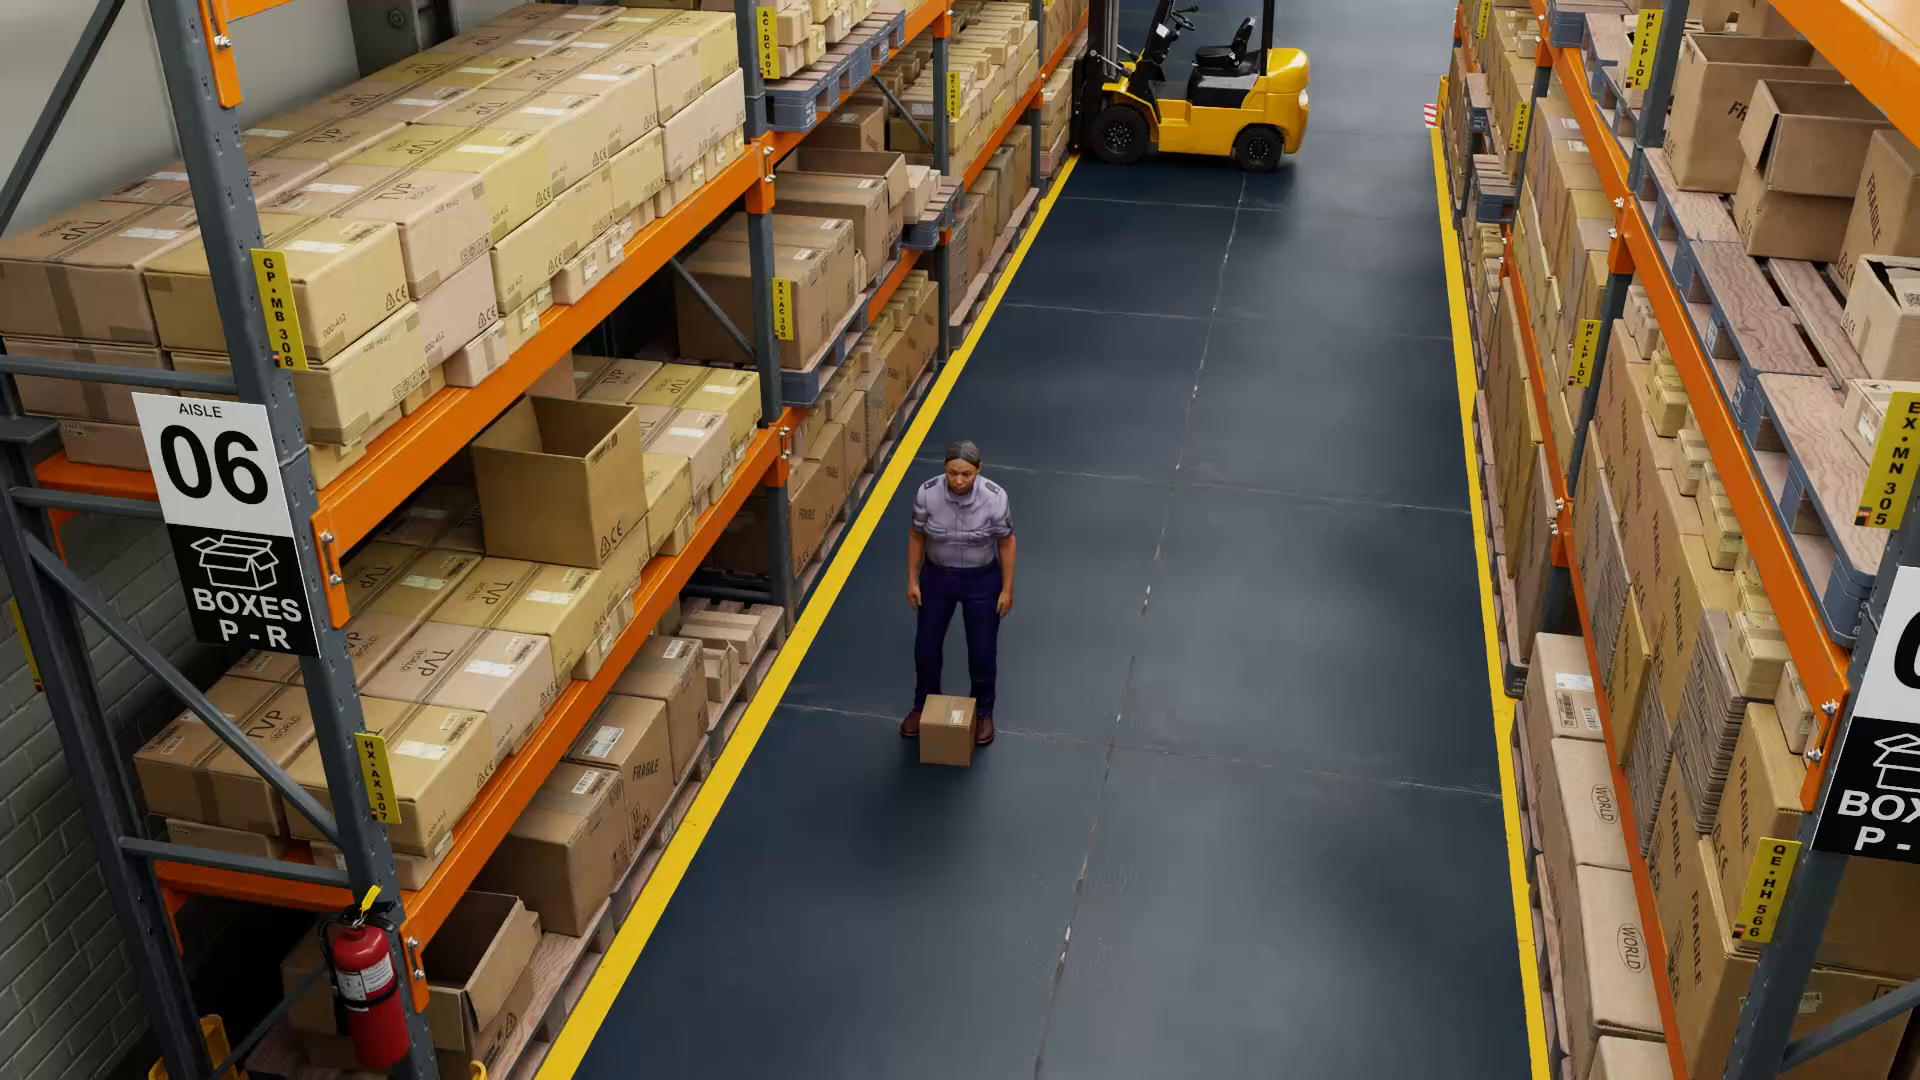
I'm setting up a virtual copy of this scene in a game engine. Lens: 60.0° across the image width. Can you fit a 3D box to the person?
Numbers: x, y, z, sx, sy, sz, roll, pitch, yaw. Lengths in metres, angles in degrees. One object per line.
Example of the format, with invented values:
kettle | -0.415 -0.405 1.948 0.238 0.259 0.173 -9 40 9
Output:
person | -0.010 0.228 8.206 0.563 1.653 0.361 4 29 8
